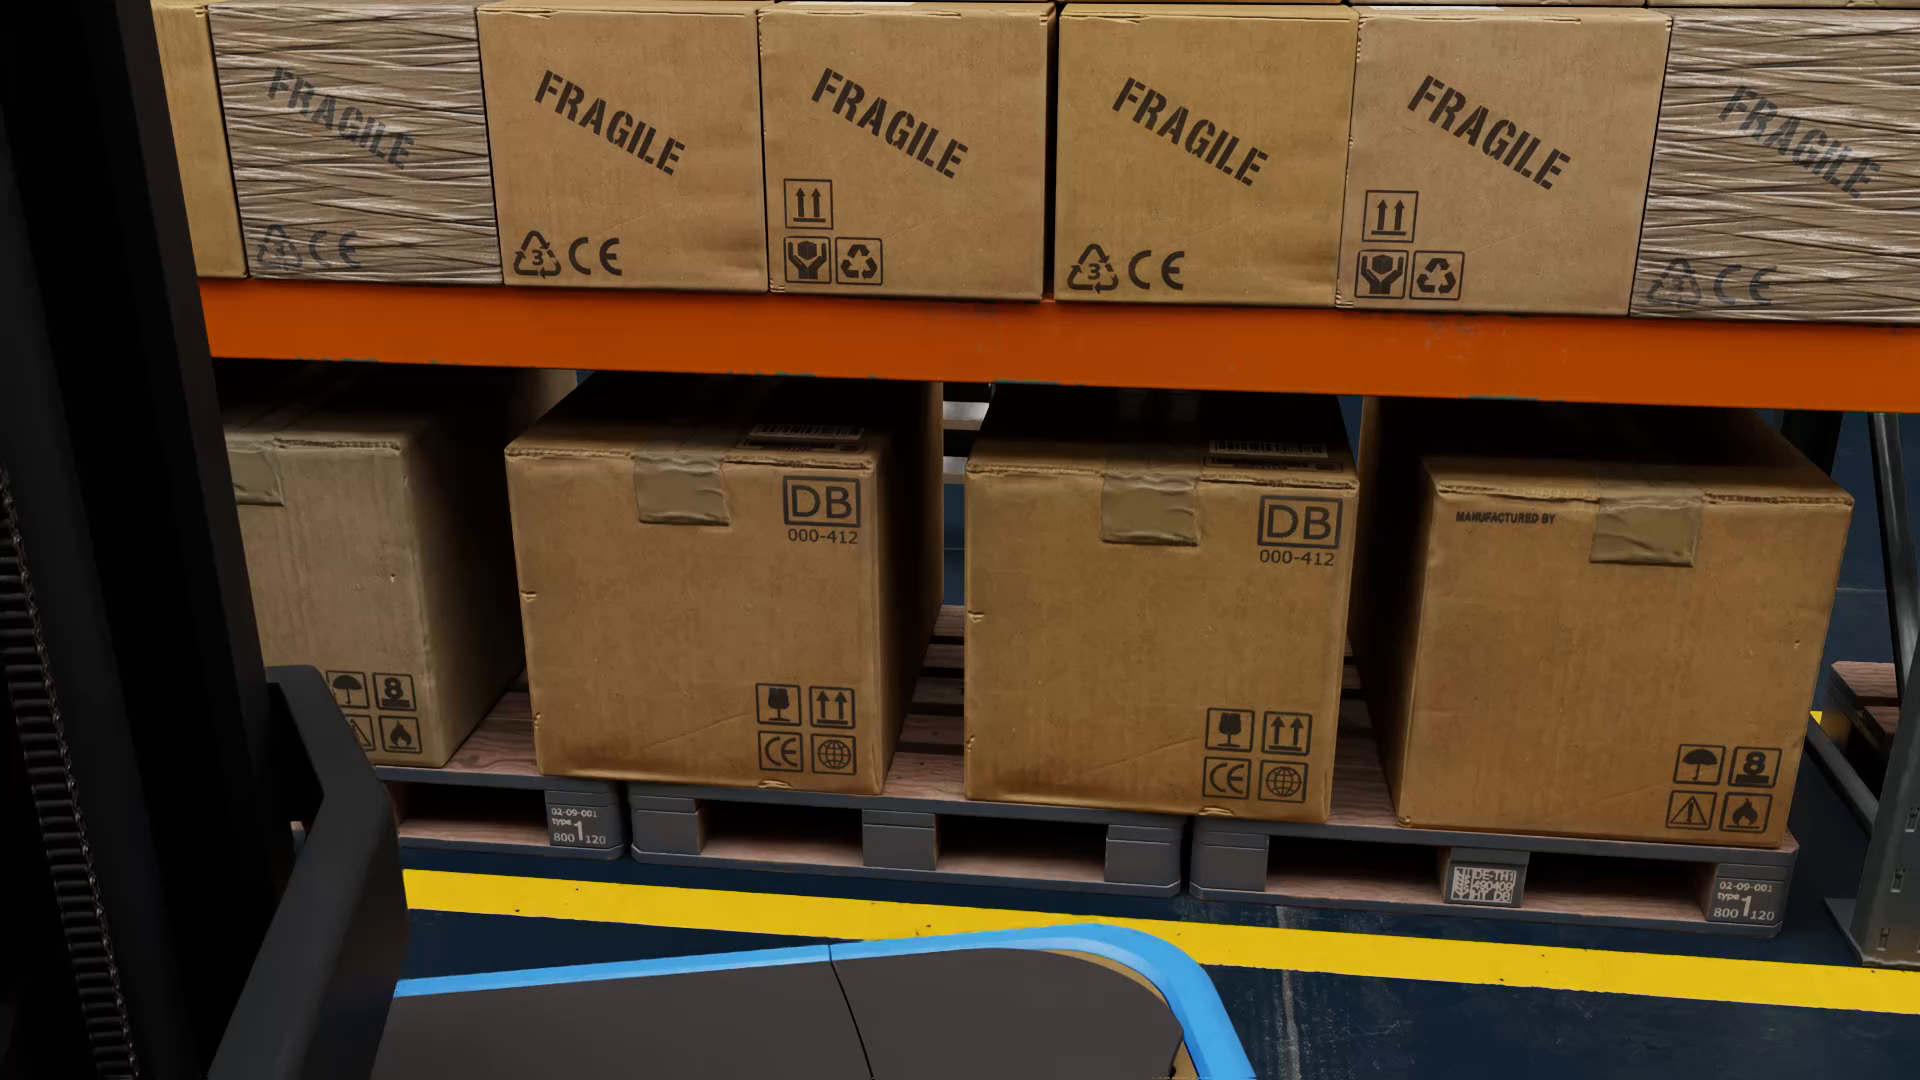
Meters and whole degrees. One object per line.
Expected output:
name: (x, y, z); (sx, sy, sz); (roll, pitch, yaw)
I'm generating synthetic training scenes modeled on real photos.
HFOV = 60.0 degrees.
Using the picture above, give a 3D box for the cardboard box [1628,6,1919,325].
cardboard box: (1.433, -0.696, 2.984); (0.500, 0.500, 0.500); (2, 22, 6)

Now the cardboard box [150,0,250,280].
cardboard box: (-1.570, -0.826, 3.314); (0.500, 0.500, 0.500); (3, 22, 7)

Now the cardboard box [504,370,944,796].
cardboard box: (-0.476, -0.013, 3.881); (0.750, 0.750, 1.050); (2, 22, 6)

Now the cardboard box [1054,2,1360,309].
cardboard box: (0.441, -0.740, 3.095); (0.500, 0.500, 0.500); (2, 22, 5)

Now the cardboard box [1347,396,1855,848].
cardboard box: (1.318, 0.064, 3.687); (0.750, 0.750, 1.050); (2, 22, 6)

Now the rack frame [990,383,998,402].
rack frame: (0.109, -0.414, 5.262); (0.006, 0.900, 0.240); (2, 22, 6)

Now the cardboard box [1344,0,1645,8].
cardboard box: (0.965, -1.284, 3.111); (0.500, 0.500, 0.700); (2, 22, 6)

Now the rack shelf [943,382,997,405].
rack shelf: (0.008, -0.471, 5.253); (0.200, 0.077, 0.258); (2, 22, 6)

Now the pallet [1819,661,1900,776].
pallet: (2.688, 0.603, 3.627); (1.213, 0.211, 1.003); (2, 22, 6)

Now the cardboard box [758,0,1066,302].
cardboard box: (-0.068, -0.760, 3.147); (0.500, 0.500, 0.500); (3, 22, 7)

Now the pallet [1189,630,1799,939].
pallet: (1.138, 0.507, 3.870); (1.213, 0.211, 1.003); (2, 22, 6)

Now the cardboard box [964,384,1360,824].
cardboard box: (0.449, 0.027, 3.780); (0.750, 0.750, 1.050); (3, 22, 7)

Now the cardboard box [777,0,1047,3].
cardboard box: (-0.053, -1.327, 3.221); (0.500, 0.500, 0.700); (2, 22, 6)

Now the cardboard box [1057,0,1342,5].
cardboard box: (0.455, -1.305, 3.165); (0.500, 0.500, 0.700); (2, 22, 5)

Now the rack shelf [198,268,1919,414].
rack shelf: (-0.074, -0.480, 3.552); (4.000, 0.370, 1.077); (2, 22, 6)

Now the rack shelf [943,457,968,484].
rack shelf: (0.008, -0.220, 5.352); (0.200, 0.077, 0.258); (2, 22, 6)

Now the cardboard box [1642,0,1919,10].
cardboard box: (1.467, -1.262, 3.057); (0.500, 0.500, 0.700); (2, 22, 6)

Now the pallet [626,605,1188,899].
pallet: (-0.070, 0.454, 4.005); (1.213, 0.211, 1.003); (2, 22, 6)

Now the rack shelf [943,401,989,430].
rack shelf: (0.008, -0.387, 5.286); (0.200, 0.077, 0.258); (2, 22, 6)

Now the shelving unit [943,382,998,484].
shelving unit: (0.008, -0.418, 5.273); (0.210, 0.900, 0.258); (2, 22, 6)

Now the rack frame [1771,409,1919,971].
rack frame: (1.912, -0.728, 3.201); (0.127, 3.000, 1.000); (2, 22, 6)

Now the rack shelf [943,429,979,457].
rack shelf: (0.008, -0.303, 5.319); (0.200, 0.077, 0.258); (2, 22, 6)

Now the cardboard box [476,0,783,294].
cardboard box: (-0.572, -0.782, 3.203); (0.500, 0.500, 0.500); (2, 22, 6)

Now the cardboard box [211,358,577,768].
cardboard box: (-1.433, -0.056, 3.990); (0.750, 0.750, 1.050); (2, 22, 6)

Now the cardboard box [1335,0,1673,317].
cardboard box: (0.938, -0.718, 3.040); (0.500, 0.500, 0.500); (2, 22, 6)

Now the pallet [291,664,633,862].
pallet: (-1.285, 0.402, 4.137); (1.213, 0.211, 1.003); (2, 22, 6)

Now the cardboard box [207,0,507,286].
cardboard box: (-1.068, -0.805, 3.260); (0.500, 0.500, 0.500); (3, 22, 7)
